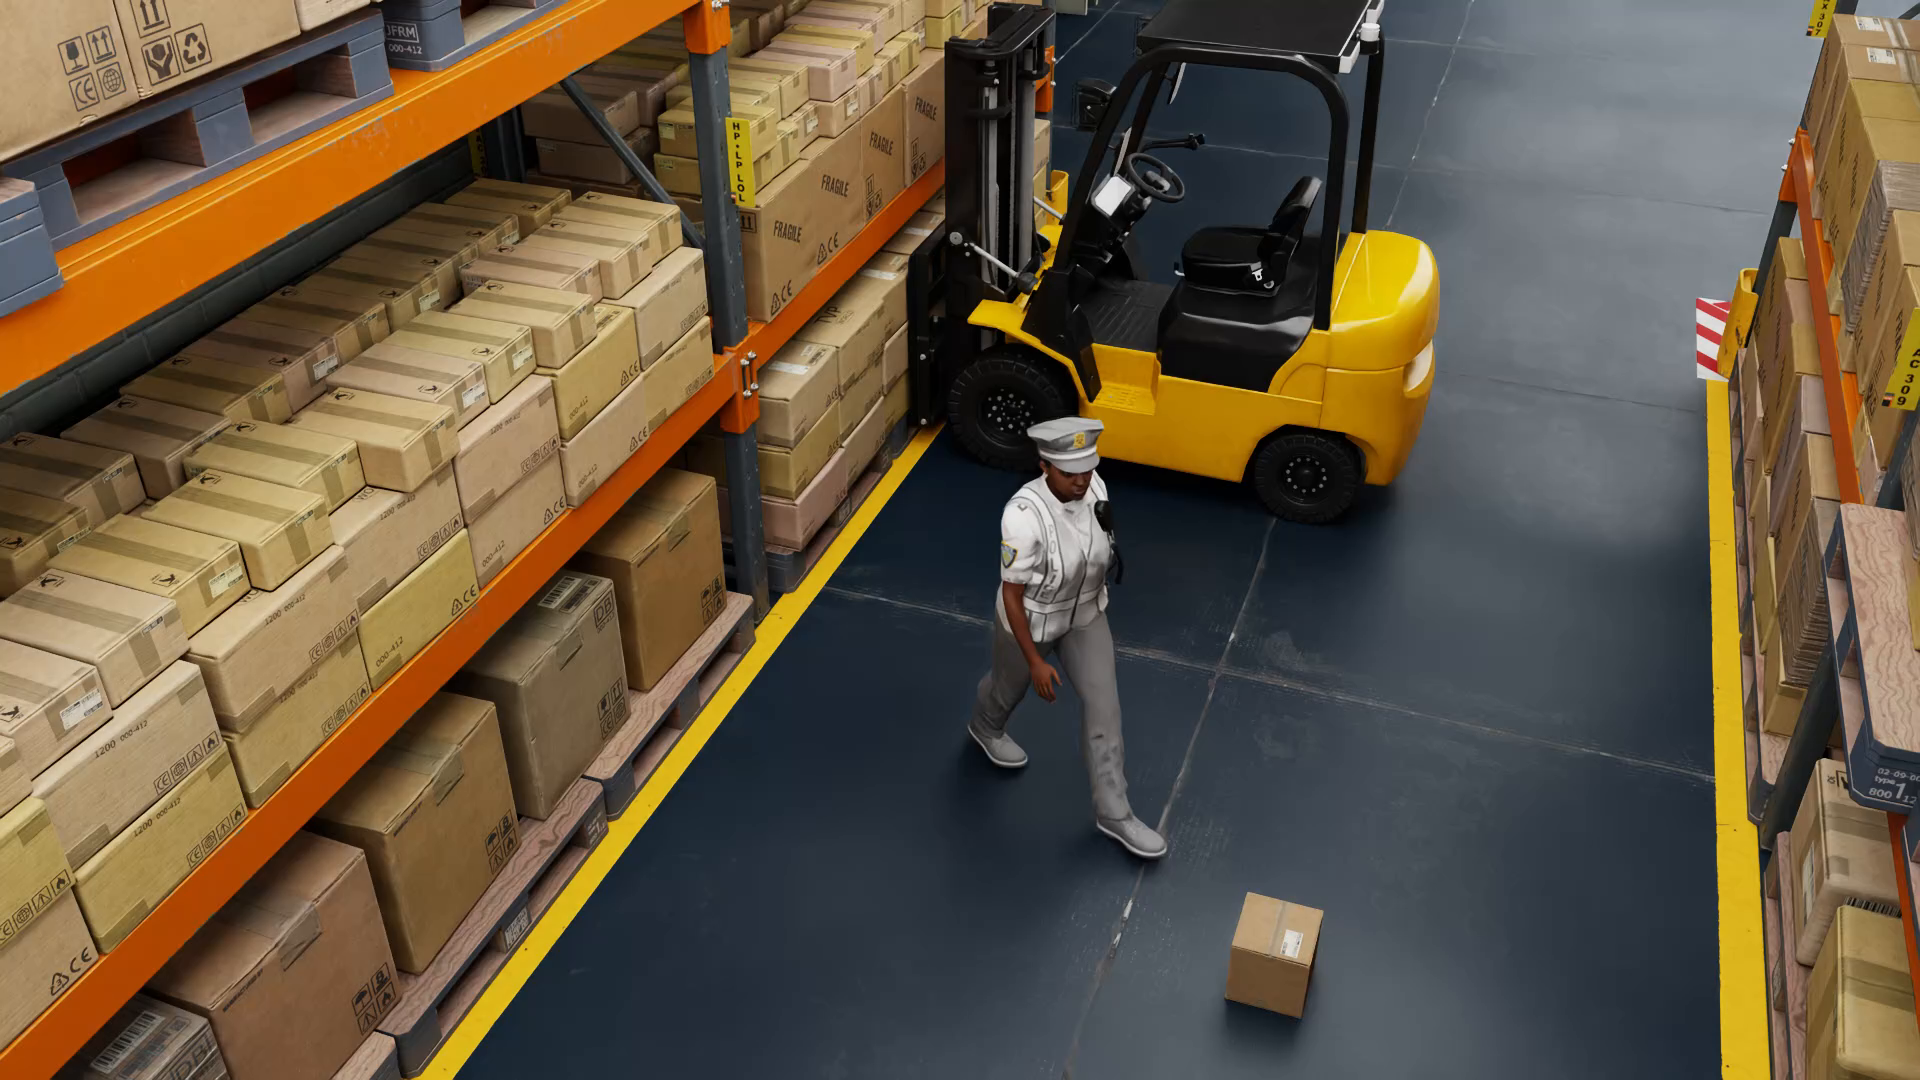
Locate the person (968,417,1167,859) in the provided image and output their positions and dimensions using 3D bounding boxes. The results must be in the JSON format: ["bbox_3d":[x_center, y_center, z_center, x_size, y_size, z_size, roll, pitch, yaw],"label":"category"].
[{"bbox_3d":[0.337,0.283,5.682,0.476,1.622,0.965,-17,37,-24],"label":"person"}]
